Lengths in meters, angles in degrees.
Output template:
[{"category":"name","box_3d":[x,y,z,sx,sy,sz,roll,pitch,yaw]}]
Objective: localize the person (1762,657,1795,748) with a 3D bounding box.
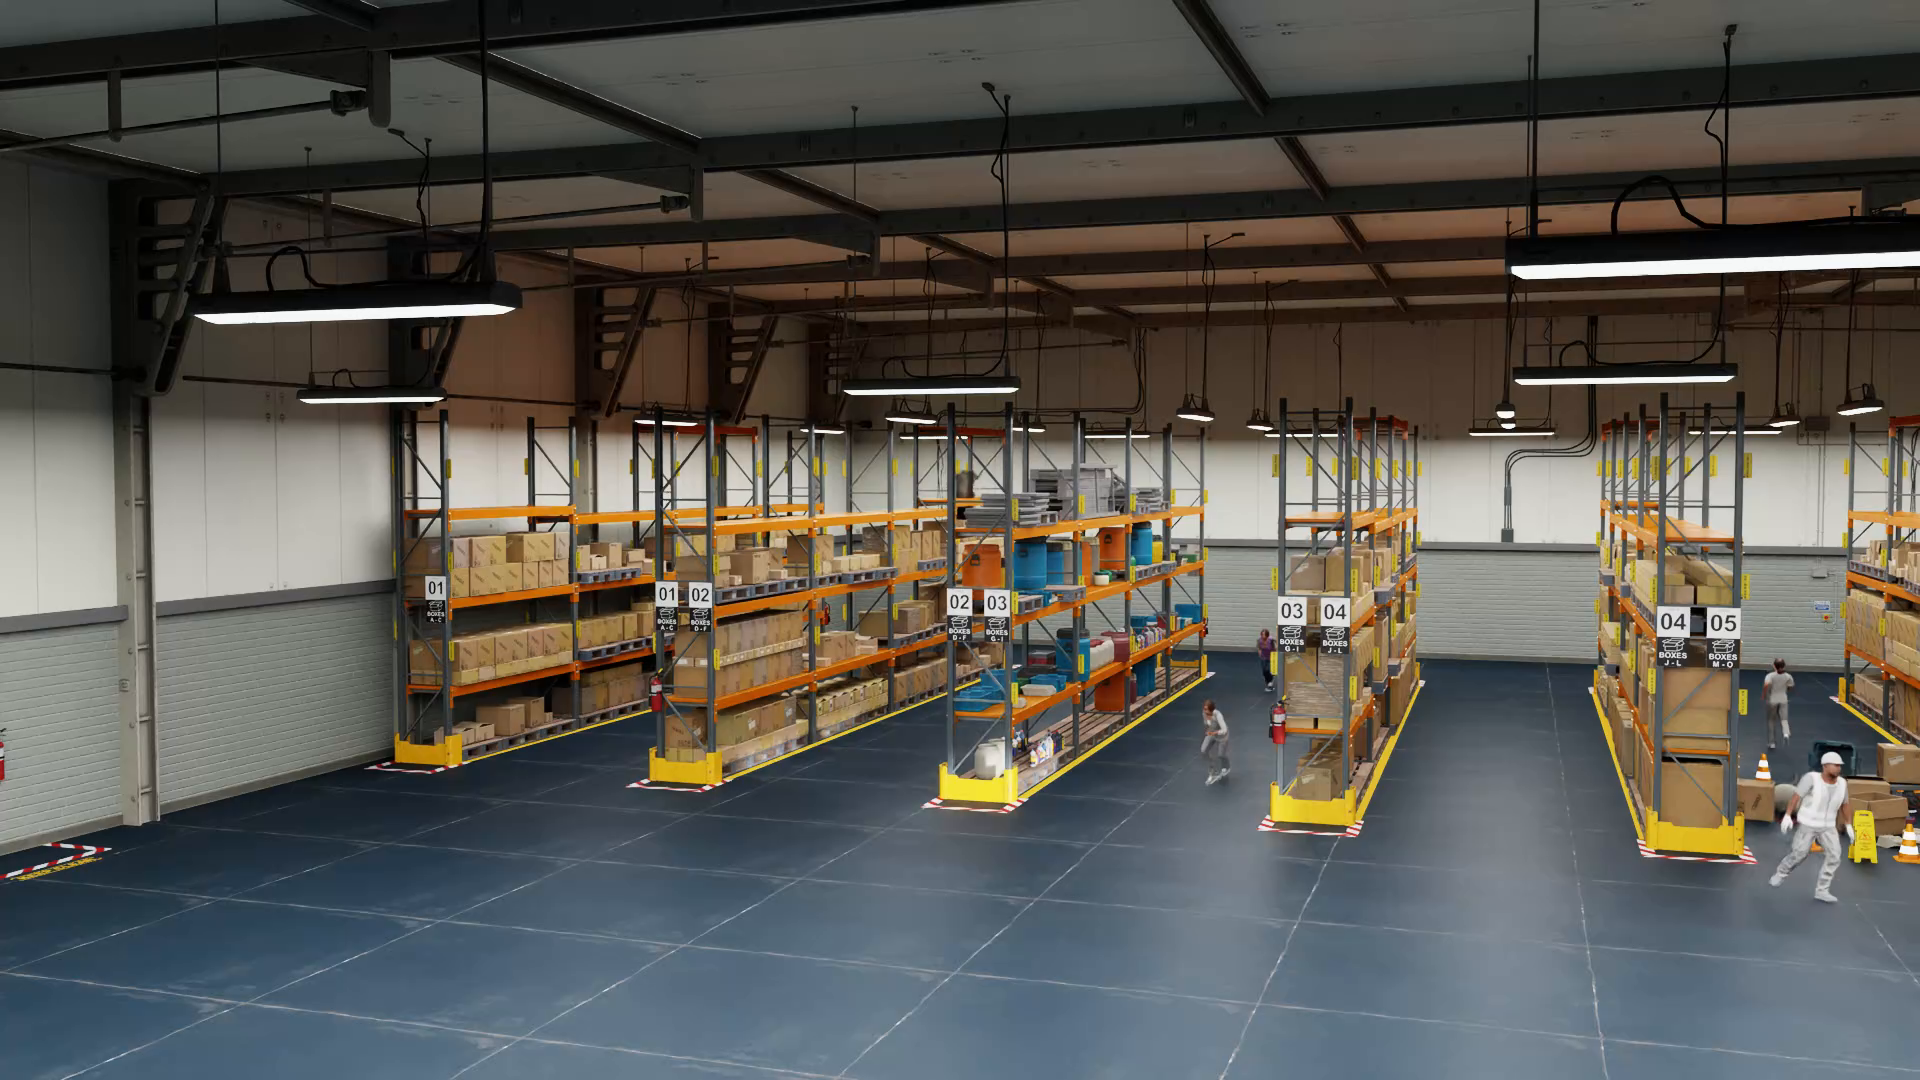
[{"category":"person","box_3d":[14.511,2.907,29.504,0.565,1.636,0.903,1,3,14]}]

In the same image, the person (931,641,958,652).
[{"category":"person","box_3d":[-0.349,2.366,42.837,0.974,1.600,0.566,0,2,0]}]

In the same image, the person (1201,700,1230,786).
[{"category":"person","box_3d":[4.121,3.191,26.505,0.543,1.370,1.047,2,3,37]}]

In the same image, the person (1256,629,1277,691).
[{"category":"person","box_3d":[6.911,2.708,37.138,0.581,1.385,0.841,1,3,25]}]

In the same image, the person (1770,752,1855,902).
[{"category":"person","box_3d":[9.930,3.304,19.421,0.775,1.728,0.777,0,2,-9]}]
